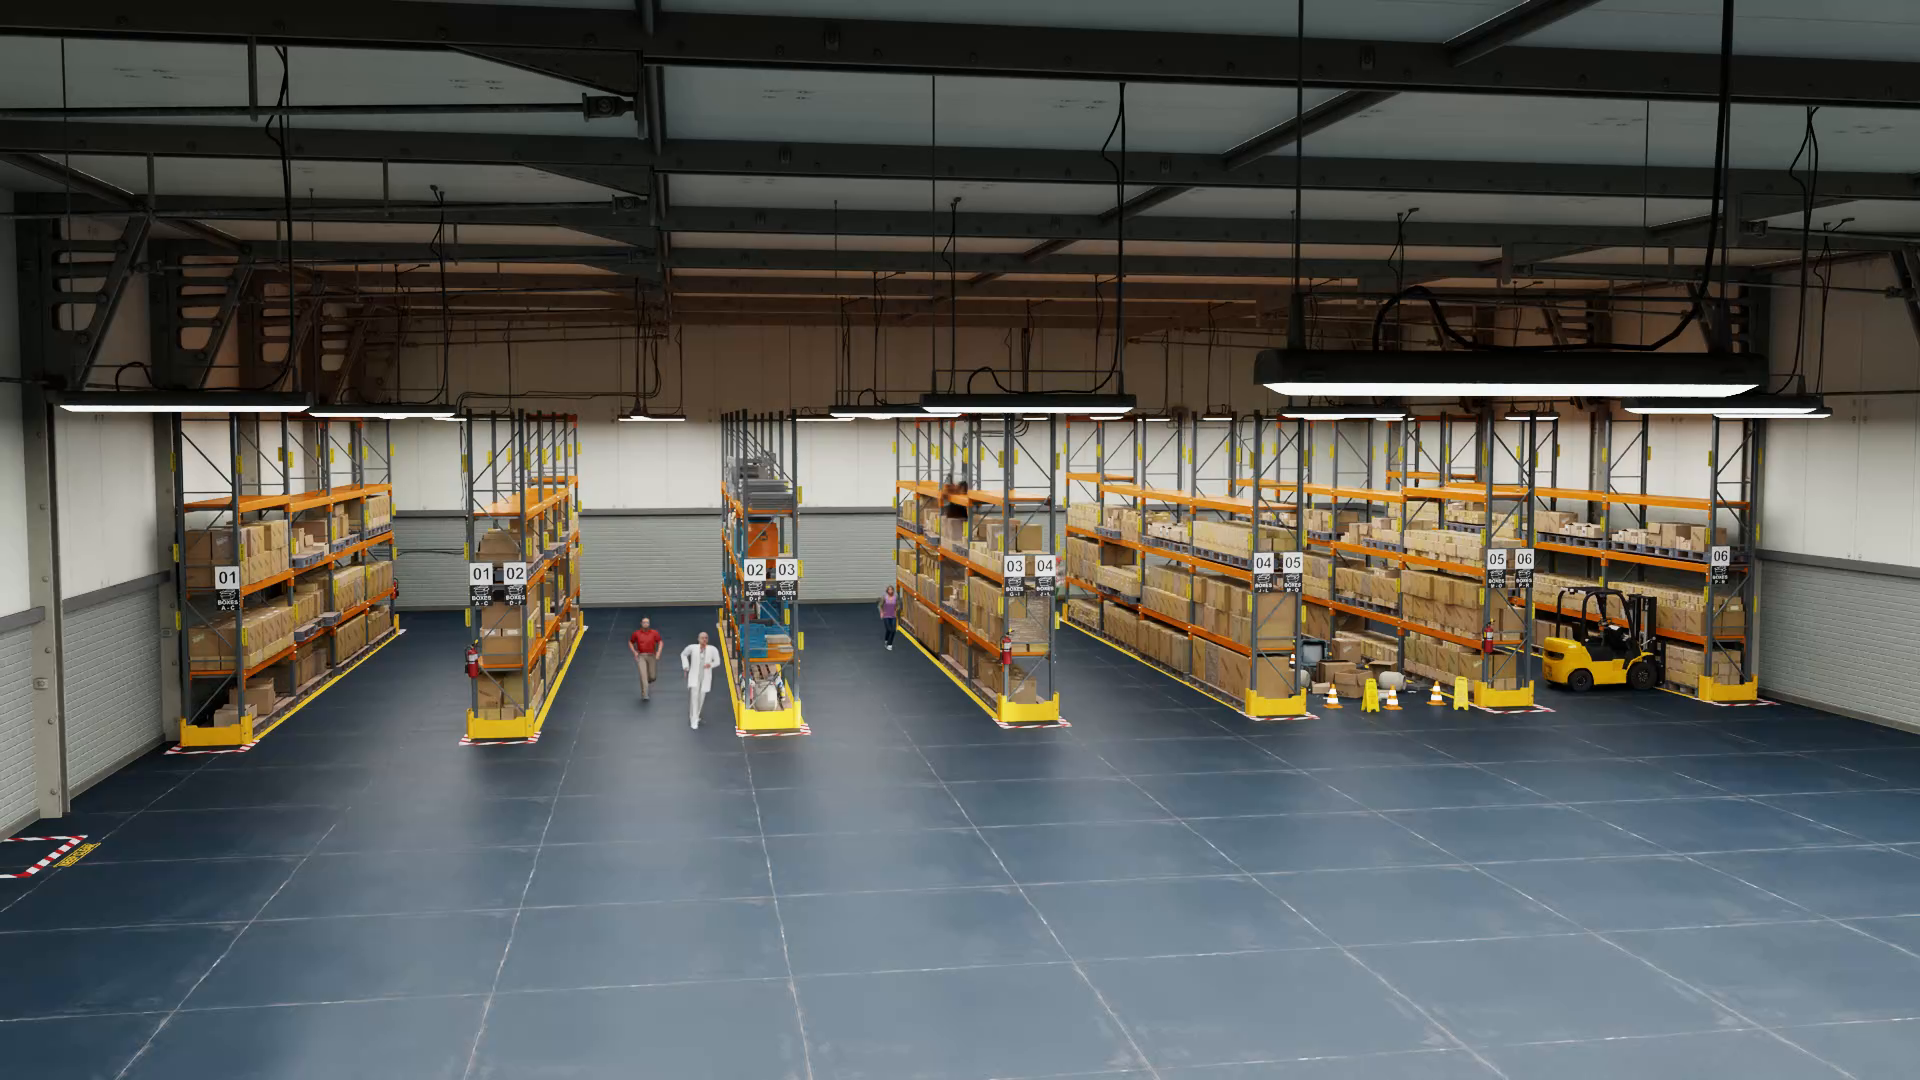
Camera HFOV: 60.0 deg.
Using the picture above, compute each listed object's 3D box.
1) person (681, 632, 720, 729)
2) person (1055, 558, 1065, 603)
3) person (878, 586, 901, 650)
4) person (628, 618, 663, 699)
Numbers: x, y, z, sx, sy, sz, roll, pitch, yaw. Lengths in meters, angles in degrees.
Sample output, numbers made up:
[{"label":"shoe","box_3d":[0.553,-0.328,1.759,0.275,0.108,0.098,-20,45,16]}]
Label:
[{"label":"person","box_3d":[-4.931,2.666,31.658,0.711,1.850,0.839,-1,4,-17]},{"label":"person","box_3d":[2.884,1.403,49.734,0.971,1.755,0.642,-2,5,-30]},{"label":"person","box_3d":[-1.677,1.875,39.969,0.531,1.554,0.488,-1,4,-14]},{"label":"person","box_3d":[-6.563,2.454,34.724,0.705,1.675,0.708,-1,4,-17]}]
